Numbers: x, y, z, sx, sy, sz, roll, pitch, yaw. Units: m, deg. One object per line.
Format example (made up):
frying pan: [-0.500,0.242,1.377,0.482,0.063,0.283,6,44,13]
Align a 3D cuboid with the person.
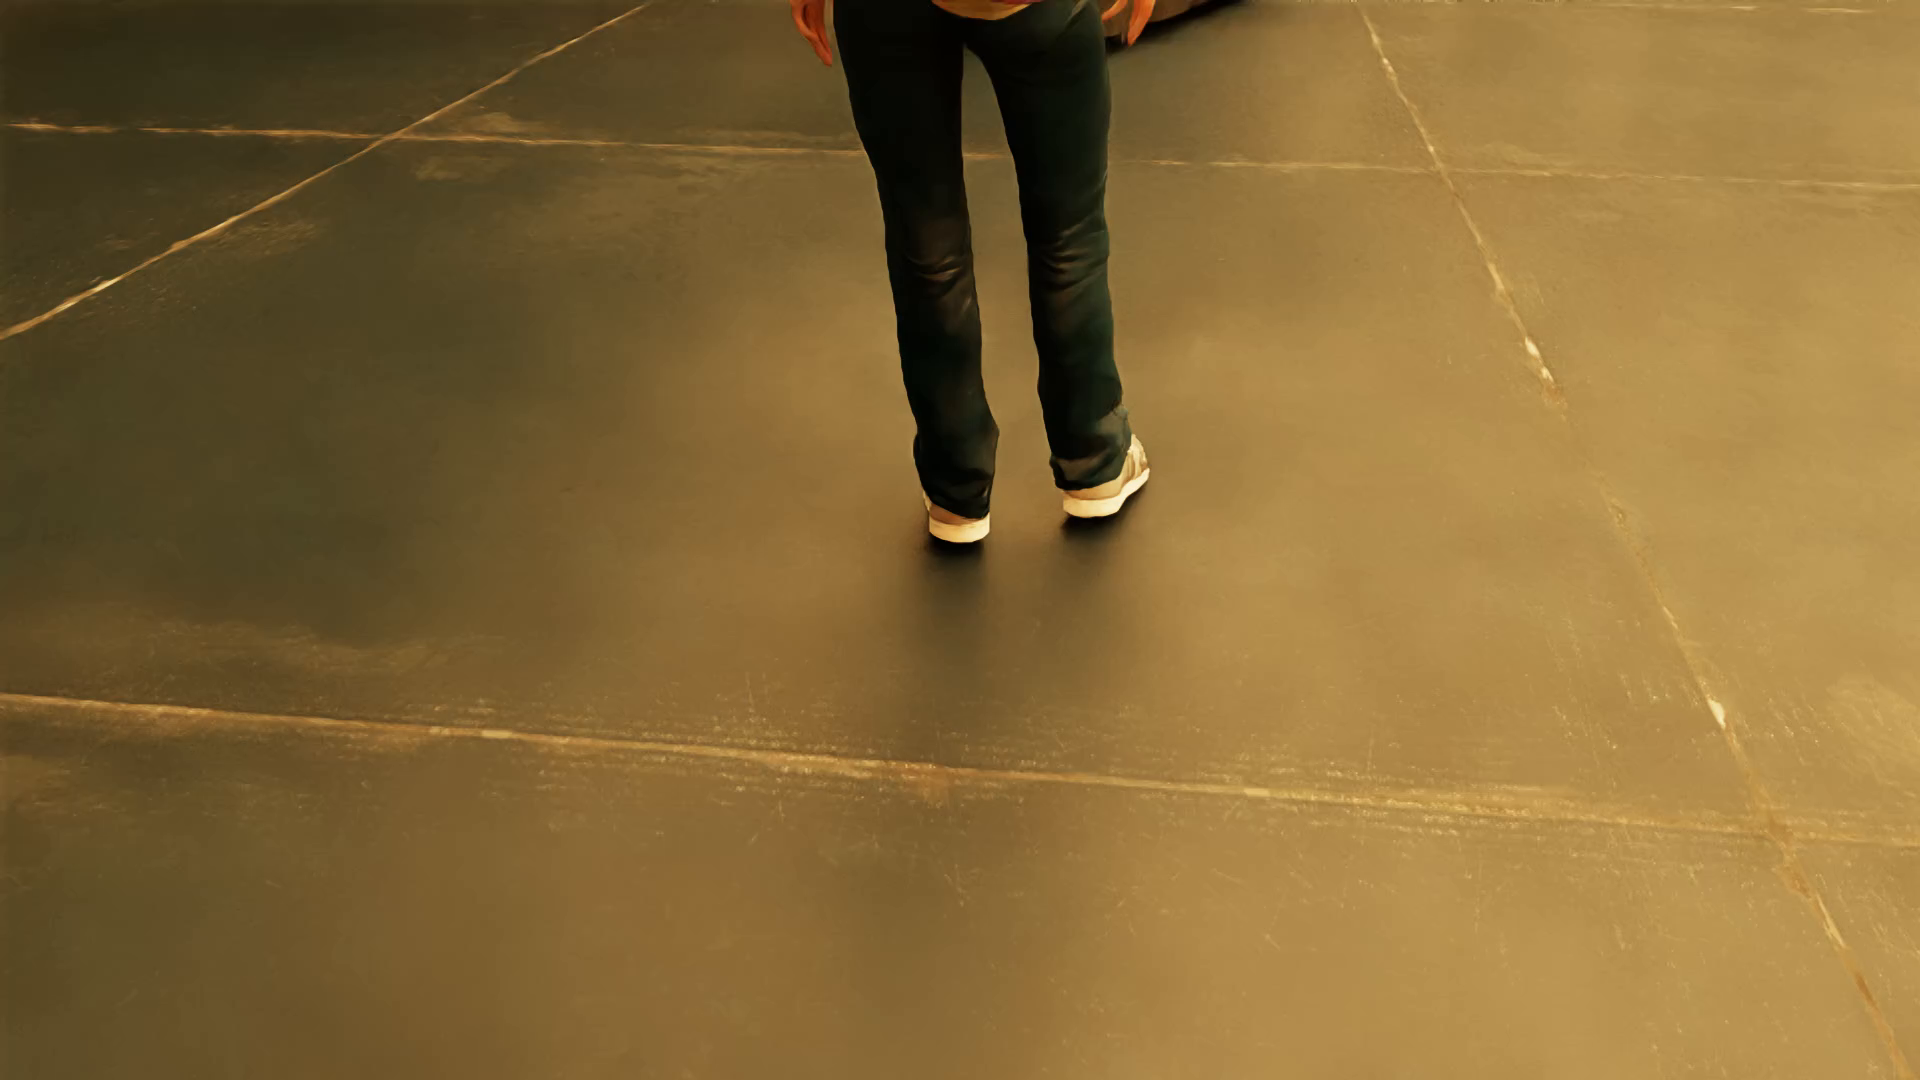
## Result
person: [0.023,-0.753,2.204,0.520,1.597,0.474,3,27,7]

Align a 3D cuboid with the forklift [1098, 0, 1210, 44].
forklift: [0.738,-3.719,6.672,1.130,2.935,3.031,13,29,24]
